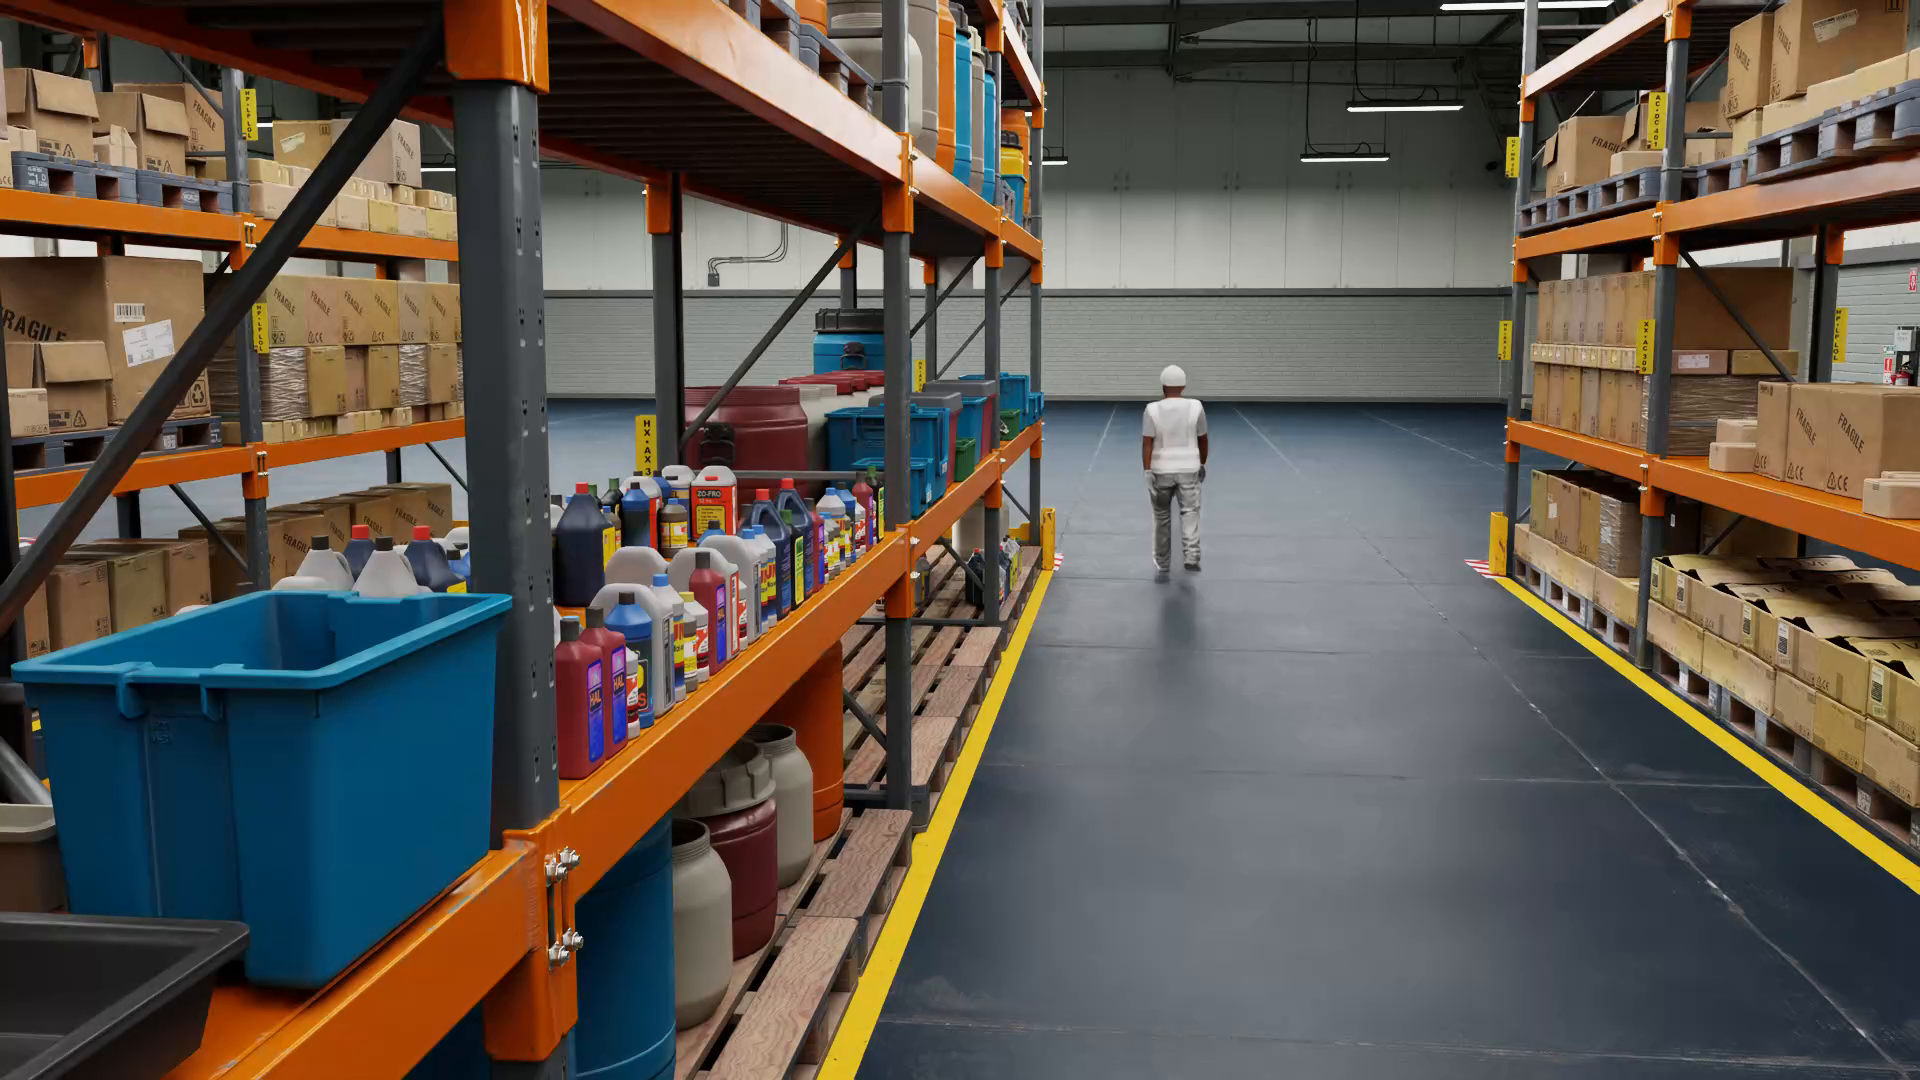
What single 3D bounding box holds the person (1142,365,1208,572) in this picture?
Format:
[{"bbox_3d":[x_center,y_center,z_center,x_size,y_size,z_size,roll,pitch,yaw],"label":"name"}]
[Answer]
[{"bbox_3d":[1.788,-0.571,13.847,0.558,1.758,0.993,1,7,5],"label":"person"}]
